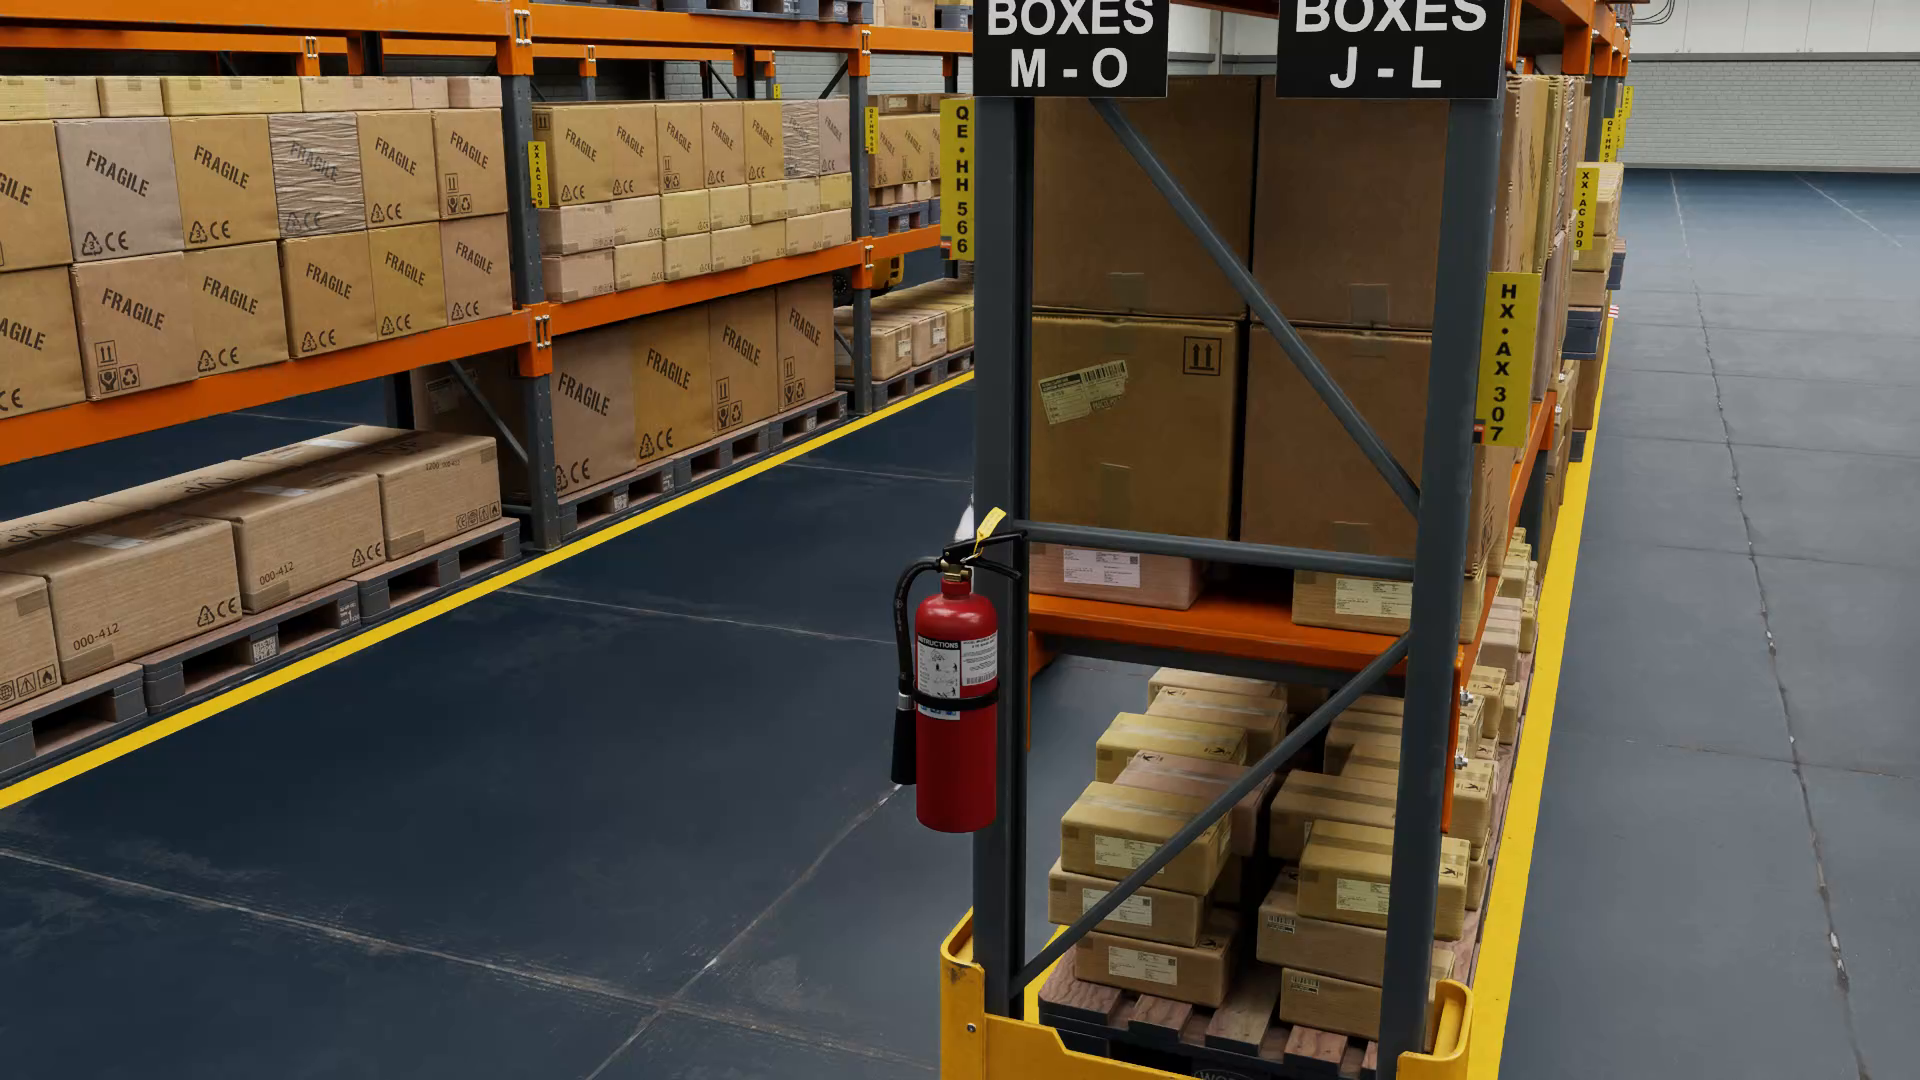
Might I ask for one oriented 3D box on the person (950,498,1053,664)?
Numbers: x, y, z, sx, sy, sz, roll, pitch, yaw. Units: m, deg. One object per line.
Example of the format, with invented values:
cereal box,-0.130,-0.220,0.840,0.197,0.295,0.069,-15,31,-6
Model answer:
person,0.248,0.141,7.218,0.456,0.783,0.910,5,16,19
